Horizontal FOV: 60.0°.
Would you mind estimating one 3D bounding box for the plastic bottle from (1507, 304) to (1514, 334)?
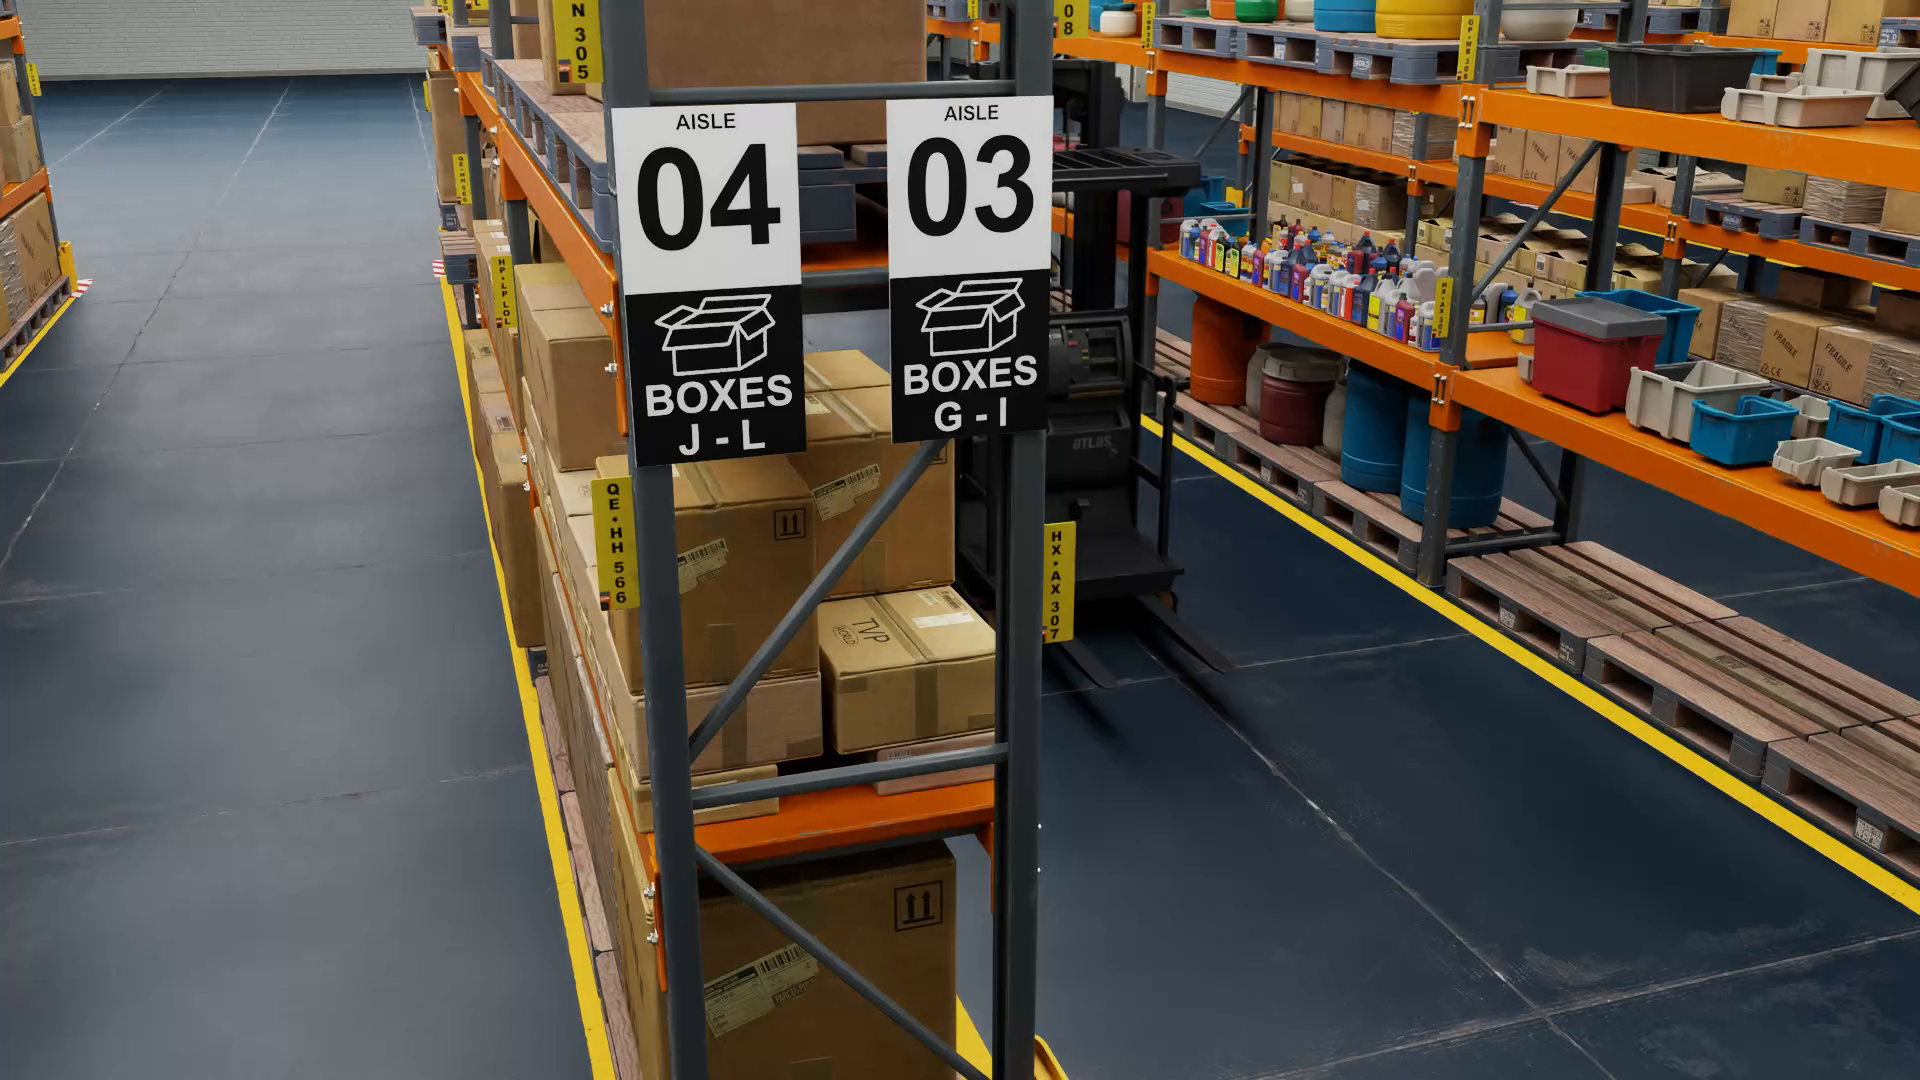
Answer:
[{"bbox_3d":[3.357,-1.344,10.015,0.097,0.201,0.097,0,20,0],"label":"plastic bottle"}]

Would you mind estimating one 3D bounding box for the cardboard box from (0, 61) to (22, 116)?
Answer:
[{"bbox_3d":[-9.971,-4.482,16.639,0.875,0.550,0.550,-6,21,-17],"label":"cardboard box"}]

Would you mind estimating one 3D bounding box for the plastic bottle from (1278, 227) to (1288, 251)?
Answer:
[{"bbox_3d":[2.457,-2.263,12.575,0.097,0.201,0.097,0,20,0],"label":"plastic bottle"}]

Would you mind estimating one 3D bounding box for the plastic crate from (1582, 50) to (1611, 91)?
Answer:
[{"bbox_3d":[3.583,-2.405,8.551,0.450,0.188,0.662,-6,21,-17],"label":"plastic crate"}]

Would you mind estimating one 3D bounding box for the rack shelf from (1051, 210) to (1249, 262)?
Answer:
[{"bbox_3d":[1.277,-2.784,14.793,1.077,0.370,4.000,-6,21,-17],"label":"rack shelf"}]

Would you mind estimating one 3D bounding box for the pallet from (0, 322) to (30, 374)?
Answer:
[{"bbox_3d":[-8.959,-1.683,14.790,1.003,0.211,1.213,-6,21,-17],"label":"pallet"}]

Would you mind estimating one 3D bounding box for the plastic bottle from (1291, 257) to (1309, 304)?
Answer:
[{"bbox_3d":[2.227,-1.700,10.885,0.061,0.283,0.133,-6,21,-17],"label":"plastic bottle"}]

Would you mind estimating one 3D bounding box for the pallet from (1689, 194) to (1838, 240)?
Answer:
[{"bbox_3d":[6.889,-2.705,13.794,1.213,0.211,1.003,-6,21,-17],"label":"pallet"}]

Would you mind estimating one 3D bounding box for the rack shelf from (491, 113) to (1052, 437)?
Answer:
[{"bbox_3d":[-0.911,-1.102,5.674,1.077,0.370,4.000,-6,21,-17],"label":"rack shelf"}]

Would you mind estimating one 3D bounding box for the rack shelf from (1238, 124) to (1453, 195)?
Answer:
[{"bbox_3d":[4.723,-4.592,19.829,1.077,0.370,4.000,-6,21,-17],"label":"rack shelf"}]

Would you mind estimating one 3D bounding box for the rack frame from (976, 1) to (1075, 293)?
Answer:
[{"bbox_3d":[0.648,-3.764,16.459,1.000,3.000,0.127,-6,21,-17],"label":"rack frame"}]

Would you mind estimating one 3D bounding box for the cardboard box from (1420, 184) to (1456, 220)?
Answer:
[{"bbox_3d":[5.503,-3.728,18.694,0.500,0.500,0.500,-6,21,-17],"label":"cardboard box"}]

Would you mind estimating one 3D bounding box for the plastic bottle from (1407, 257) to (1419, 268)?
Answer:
[{"bbox_3d":[3.005,-1.737,11.005,0.097,0.271,0.097,0,20,0],"label":"plastic bottle"}]

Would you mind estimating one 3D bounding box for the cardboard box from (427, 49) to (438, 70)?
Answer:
[{"bbox_3d":[-5.397,-4.974,17.759,0.500,0.500,0.500,-6,21,-17],"label":"cardboard box"}]

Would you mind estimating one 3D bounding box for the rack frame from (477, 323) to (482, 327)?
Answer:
[{"bbox_3d":[-4.057,-3.237,14.993,0.949,2.616,0.053,-6,21,-17],"label":"rack frame"}]

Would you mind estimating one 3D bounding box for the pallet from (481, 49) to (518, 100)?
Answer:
[{"bbox_3d":[-1.874,-2.281,8.176,0.805,0.209,1.217,-7,21,-19],"label":"pallet"}]

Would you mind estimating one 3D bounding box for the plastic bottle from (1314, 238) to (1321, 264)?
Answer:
[{"bbox_3d":[2.621,-2.096,12.108,0.097,0.201,0.097,0,20,0],"label":"plastic bottle"}]

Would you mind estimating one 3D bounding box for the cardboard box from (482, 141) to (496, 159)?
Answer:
[{"bbox_3d":[-3.421,-2.938,13.384,0.797,0.503,0.637,-4,20,-12],"label":"cardboard box"}]

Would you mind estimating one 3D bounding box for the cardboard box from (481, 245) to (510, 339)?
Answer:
[{"bbox_3d":[-2.573,-1.487,9.971,0.500,0.500,0.500,-7,21,-18],"label":"cardboard box"}]

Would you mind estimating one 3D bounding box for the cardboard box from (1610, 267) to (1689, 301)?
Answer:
[{"bbox_3d":[6.211,-2.315,15.041,0.500,0.311,0.500,-6,21,-16],"label":"cardboard box"}]

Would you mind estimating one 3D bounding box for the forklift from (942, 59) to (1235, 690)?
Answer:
[{"bbox_3d":[0.559,-0.993,8.846,1.130,2.935,3.031,-6,21,-16],"label":"forklift"}]

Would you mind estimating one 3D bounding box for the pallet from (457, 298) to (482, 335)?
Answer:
[{"bbox_3d":[-4.298,-2.137,16.054,1.003,0.211,1.213,-6,21,-17],"label":"pallet"}]

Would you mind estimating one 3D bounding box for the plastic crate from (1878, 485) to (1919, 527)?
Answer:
[{"bbox_3d":[3.914,-0.154,6.710,0.396,0.136,0.243,-6,21,-17],"label":"plastic crate"}]

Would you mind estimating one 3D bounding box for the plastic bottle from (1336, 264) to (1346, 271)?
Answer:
[{"bbox_3d":[2.456,-1.644,10.747,0.097,0.271,0.097,0,20,0],"label":"plastic bottle"}]

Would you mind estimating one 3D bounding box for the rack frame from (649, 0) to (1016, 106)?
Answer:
[{"bbox_3d":[-0.285,-2.210,3.257,0.949,2.616,0.053,-6,21,-17],"label":"rack frame"}]

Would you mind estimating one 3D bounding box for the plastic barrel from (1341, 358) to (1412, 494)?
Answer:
[{"bbox_3d":[2.785,-0.811,10.719,0.600,0.901,0.708,-6,21,-17],"label":"plastic barrel"}]

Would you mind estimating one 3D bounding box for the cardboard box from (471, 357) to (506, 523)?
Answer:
[{"bbox_3d":[-2.326,-0.641,10.287,1.225,0.875,0.875,-6,21,-17],"label":"cardboard box"}]

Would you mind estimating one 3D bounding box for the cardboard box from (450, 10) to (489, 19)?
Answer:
[{"bbox_3d":[-3.184,-3.775,11.164,0.500,0.500,0.500,-6,21,-16],"label":"cardboard box"}]

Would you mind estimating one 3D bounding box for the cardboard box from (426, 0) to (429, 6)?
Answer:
[{"bbox_3d":[-5.085,-5.356,16.676,0.500,0.250,0.500,-6,21,-17],"label":"cardboard box"}]

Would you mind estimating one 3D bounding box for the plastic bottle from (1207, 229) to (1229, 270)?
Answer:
[{"bbox_3d":[1.880,-2.100,12.010,0.152,0.276,0.135,-6,21,-17],"label":"plastic bottle"}]

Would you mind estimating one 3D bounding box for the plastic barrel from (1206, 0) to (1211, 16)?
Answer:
[{"bbox_3d":[2.099,-4.077,12.727,0.421,0.512,0.421,0,20,0],"label":"plastic barrel"}]

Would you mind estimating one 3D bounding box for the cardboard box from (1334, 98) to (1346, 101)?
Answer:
[{"bbox_3d":[4.579,-5.199,19.345,0.380,0.149,0.250,-6,21,-15],"label":"cardboard box"}]

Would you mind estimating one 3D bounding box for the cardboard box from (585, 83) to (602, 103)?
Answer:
[{"bbox_3d":[-0.767,-1.606,5.095,0.700,0.500,0.500,-8,21,-21],"label":"cardboard box"}]

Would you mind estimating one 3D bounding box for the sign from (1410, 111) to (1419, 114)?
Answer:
[{"bbox_3d":[4.825,-4.674,17.595,0.100,0.325,0.005,-6,21,-17],"label":"sign"}]

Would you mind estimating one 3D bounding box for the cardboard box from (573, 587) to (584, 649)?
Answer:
[{"bbox_3d":[-1.111,0.241,5.679,0.380,0.149,0.250,-6,21,-17],"label":"cardboard box"}]

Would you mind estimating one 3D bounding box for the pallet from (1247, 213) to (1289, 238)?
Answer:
[{"bbox_3d":[4.375,-4.020,21.295,1.003,0.211,1.213,-6,21,-17],"label":"pallet"}]

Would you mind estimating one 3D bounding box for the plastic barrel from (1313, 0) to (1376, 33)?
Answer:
[{"bbox_3d":[2.481,-3.574,10.128,0.600,0.901,0.708,-6,21,-17],"label":"plastic barrel"}]

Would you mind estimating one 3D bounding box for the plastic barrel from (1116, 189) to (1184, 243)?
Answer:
[{"bbox_3d":[1.472,-2.661,13.187,0.600,0.536,0.708,-6,21,-17],"label":"plastic barrel"}]

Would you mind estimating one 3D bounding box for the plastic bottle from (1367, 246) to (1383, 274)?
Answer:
[{"bbox_3d":[2.839,-1.866,11.346,0.061,0.283,0.133,-6,21,-17],"label":"plastic bottle"}]

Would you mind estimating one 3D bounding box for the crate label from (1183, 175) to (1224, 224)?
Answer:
[{"bbox_3d":[1.850,-2.845,13.847,0.502,0.435,0.616,-6,21,-17],"label":"crate label"}]

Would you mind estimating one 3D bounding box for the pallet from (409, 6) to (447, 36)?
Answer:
[{"bbox_3d":[-3.961,-4.352,13.935,1.213,0.211,1.003,-6,21,-17],"label":"pallet"}]

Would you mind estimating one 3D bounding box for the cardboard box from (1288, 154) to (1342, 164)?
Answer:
[{"bbox_3d":[4.546,-4.689,21.370,0.500,0.500,0.500,-6,21,-17],"label":"cardboard box"}]

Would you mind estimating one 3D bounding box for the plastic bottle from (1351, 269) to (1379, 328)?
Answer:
[{"bbox_3d":[2.505,-1.493,10.209,0.144,0.351,0.185,-6,21,-17],"label":"plastic bottle"}]

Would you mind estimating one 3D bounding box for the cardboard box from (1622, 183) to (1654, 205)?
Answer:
[{"bbox_3d":[6.064,-3.147,15.111,0.380,0.149,0.250,-6,21,-17],"label":"cardboard box"}]

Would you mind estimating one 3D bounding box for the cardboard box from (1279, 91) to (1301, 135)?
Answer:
[{"bbox_3d":[4.399,-5.301,20.589,0.700,0.500,0.500,-6,21,-16],"label":"cardboard box"}]

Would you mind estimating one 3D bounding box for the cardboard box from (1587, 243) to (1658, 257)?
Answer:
[{"bbox_3d":[6.392,-2.704,16.124,0.500,0.311,0.500,-7,21,-19],"label":"cardboard box"}]

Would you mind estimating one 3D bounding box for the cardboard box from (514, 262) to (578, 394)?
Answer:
[{"bbox_3d":[-1.631,-0.912,7.191,0.500,0.500,0.500,-6,21,-17],"label":"cardboard box"}]

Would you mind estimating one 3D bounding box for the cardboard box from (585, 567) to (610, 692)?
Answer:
[{"bbox_3d":[-0.845,0.253,5.055,0.500,0.250,0.500,-7,21,-18],"label":"cardboard box"}]

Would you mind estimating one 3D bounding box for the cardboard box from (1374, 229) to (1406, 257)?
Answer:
[{"bbox_3d":[4.999,-3.318,18.664,0.500,0.250,0.500,-6,21,-17],"label":"cardboard box"}]

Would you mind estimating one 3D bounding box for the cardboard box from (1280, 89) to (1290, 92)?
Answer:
[{"bbox_3d":[4.176,-5.612,20.495,0.380,0.149,0.250,-6,21,-17],"label":"cardboard box"}]

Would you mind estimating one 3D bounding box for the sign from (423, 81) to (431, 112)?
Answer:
[{"bbox_3d":[-5.826,-4.871,18.260,0.100,0.325,0.005,-6,21,-17],"label":"sign"}]

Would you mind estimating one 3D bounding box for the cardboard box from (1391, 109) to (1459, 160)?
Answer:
[{"bbox_3d":[2.536,-2.142,11.794,10.414,0.500,11.691,-7,21,-19],"label":"cardboard box"}]

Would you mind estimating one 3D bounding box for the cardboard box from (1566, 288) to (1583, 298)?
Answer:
[{"bbox_3d":[6.047,-2.217,15.598,0.500,0.250,0.500,-7,21,-18],"label":"cardboard box"}]
